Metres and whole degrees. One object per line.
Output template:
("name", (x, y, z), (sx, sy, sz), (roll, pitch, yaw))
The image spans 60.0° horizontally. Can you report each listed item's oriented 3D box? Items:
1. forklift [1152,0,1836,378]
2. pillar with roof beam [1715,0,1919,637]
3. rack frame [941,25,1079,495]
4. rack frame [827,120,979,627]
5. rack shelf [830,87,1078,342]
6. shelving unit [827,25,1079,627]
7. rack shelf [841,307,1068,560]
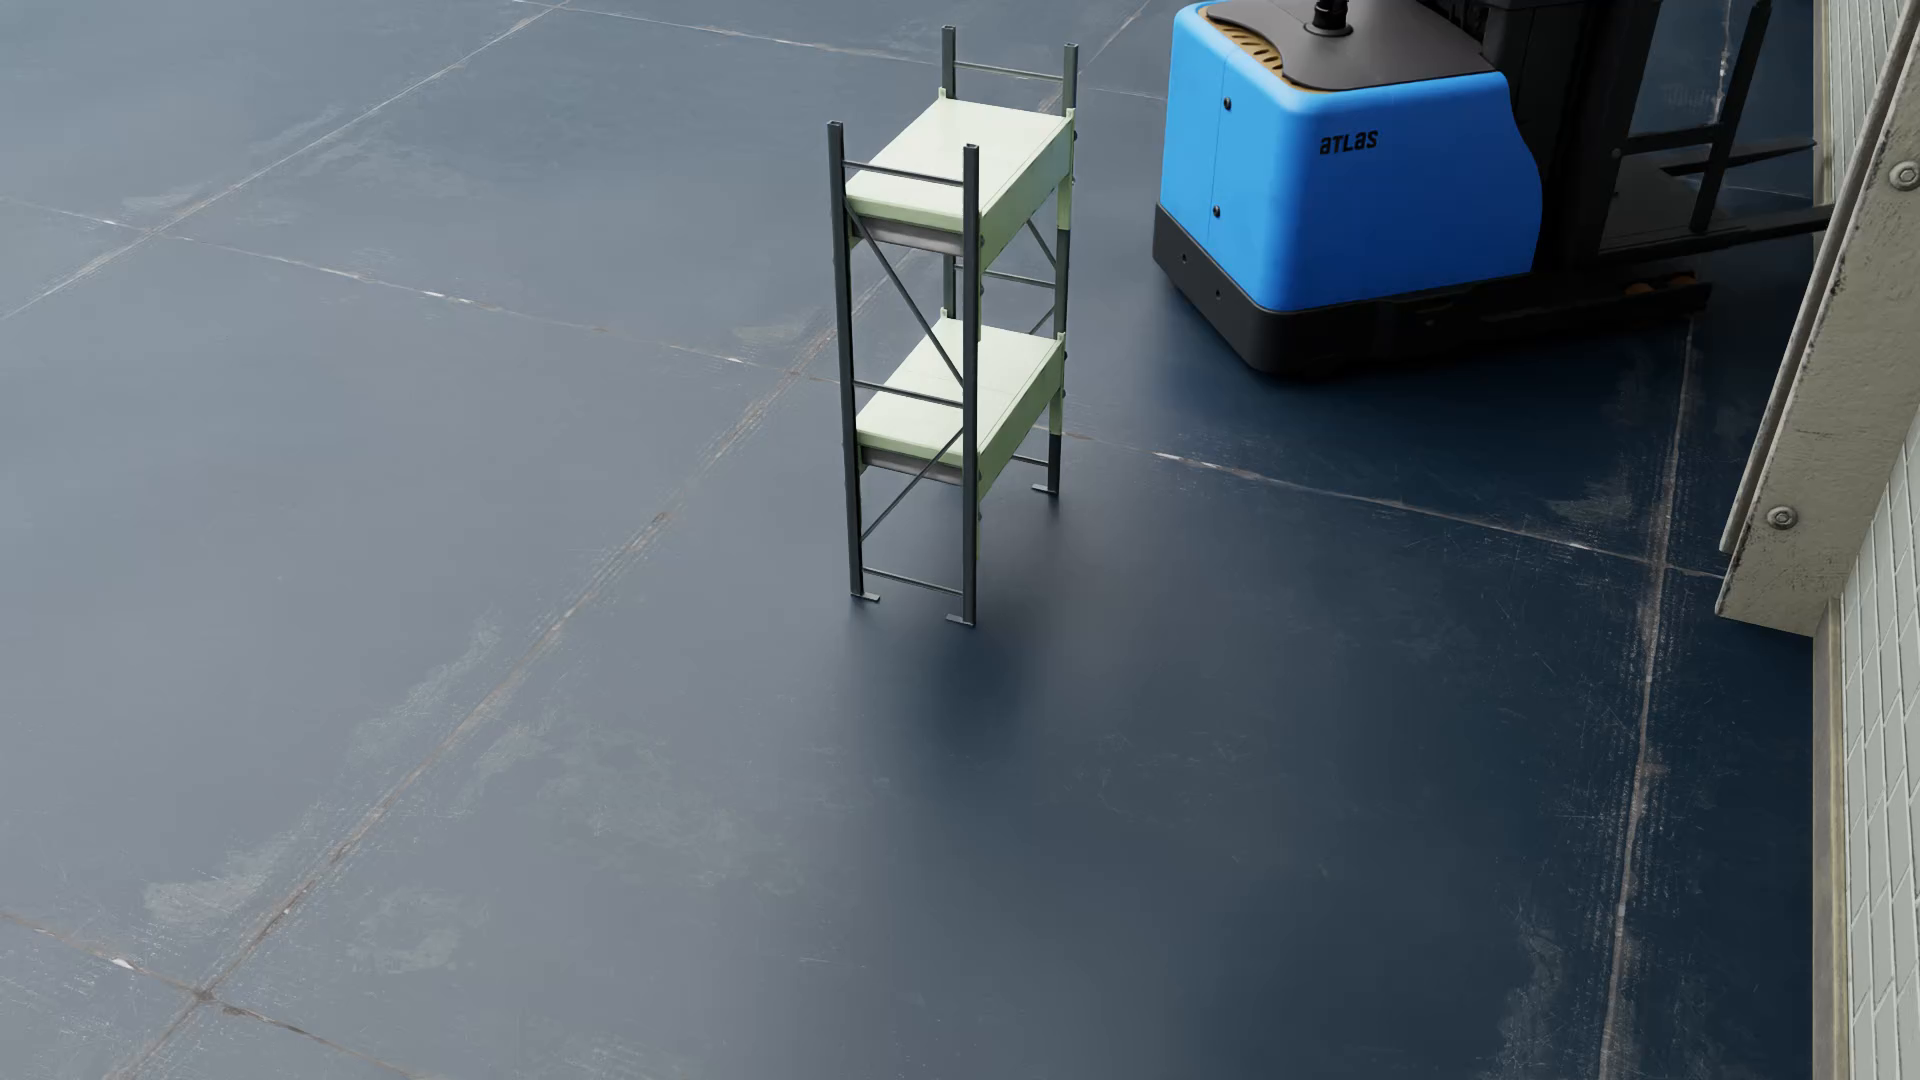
("forklift", (2.343, -2.271, 5.840), (3.031, 2.935, 1.130), (-11, 38, -14))
("pillar with roof beam", (-1.515, -4.437, 3.670), (9.100, 9.000, 0.400), (14, 39, 18))
("rack frame", (0.137, -0.800, 5.067), (0.400, 1.500, 0.023), (14, 39, 18))
("rack frame", (-0.142, -0.394, 4.525), (0.400, 1.500, 0.023), (14, 39, 18))
("rack shelf", (-0.003, -0.910, 4.562), (0.431, 0.370, 0.720), (14, 39, 18))
("shelving unit", (-0.003, -0.597, 4.796), (0.431, 1.500, 0.755), (14, 39, 18))
("rack shelf", (-0.003, -0.336, 4.991), (0.431, 0.370, 0.720), (14, 39, 18))
